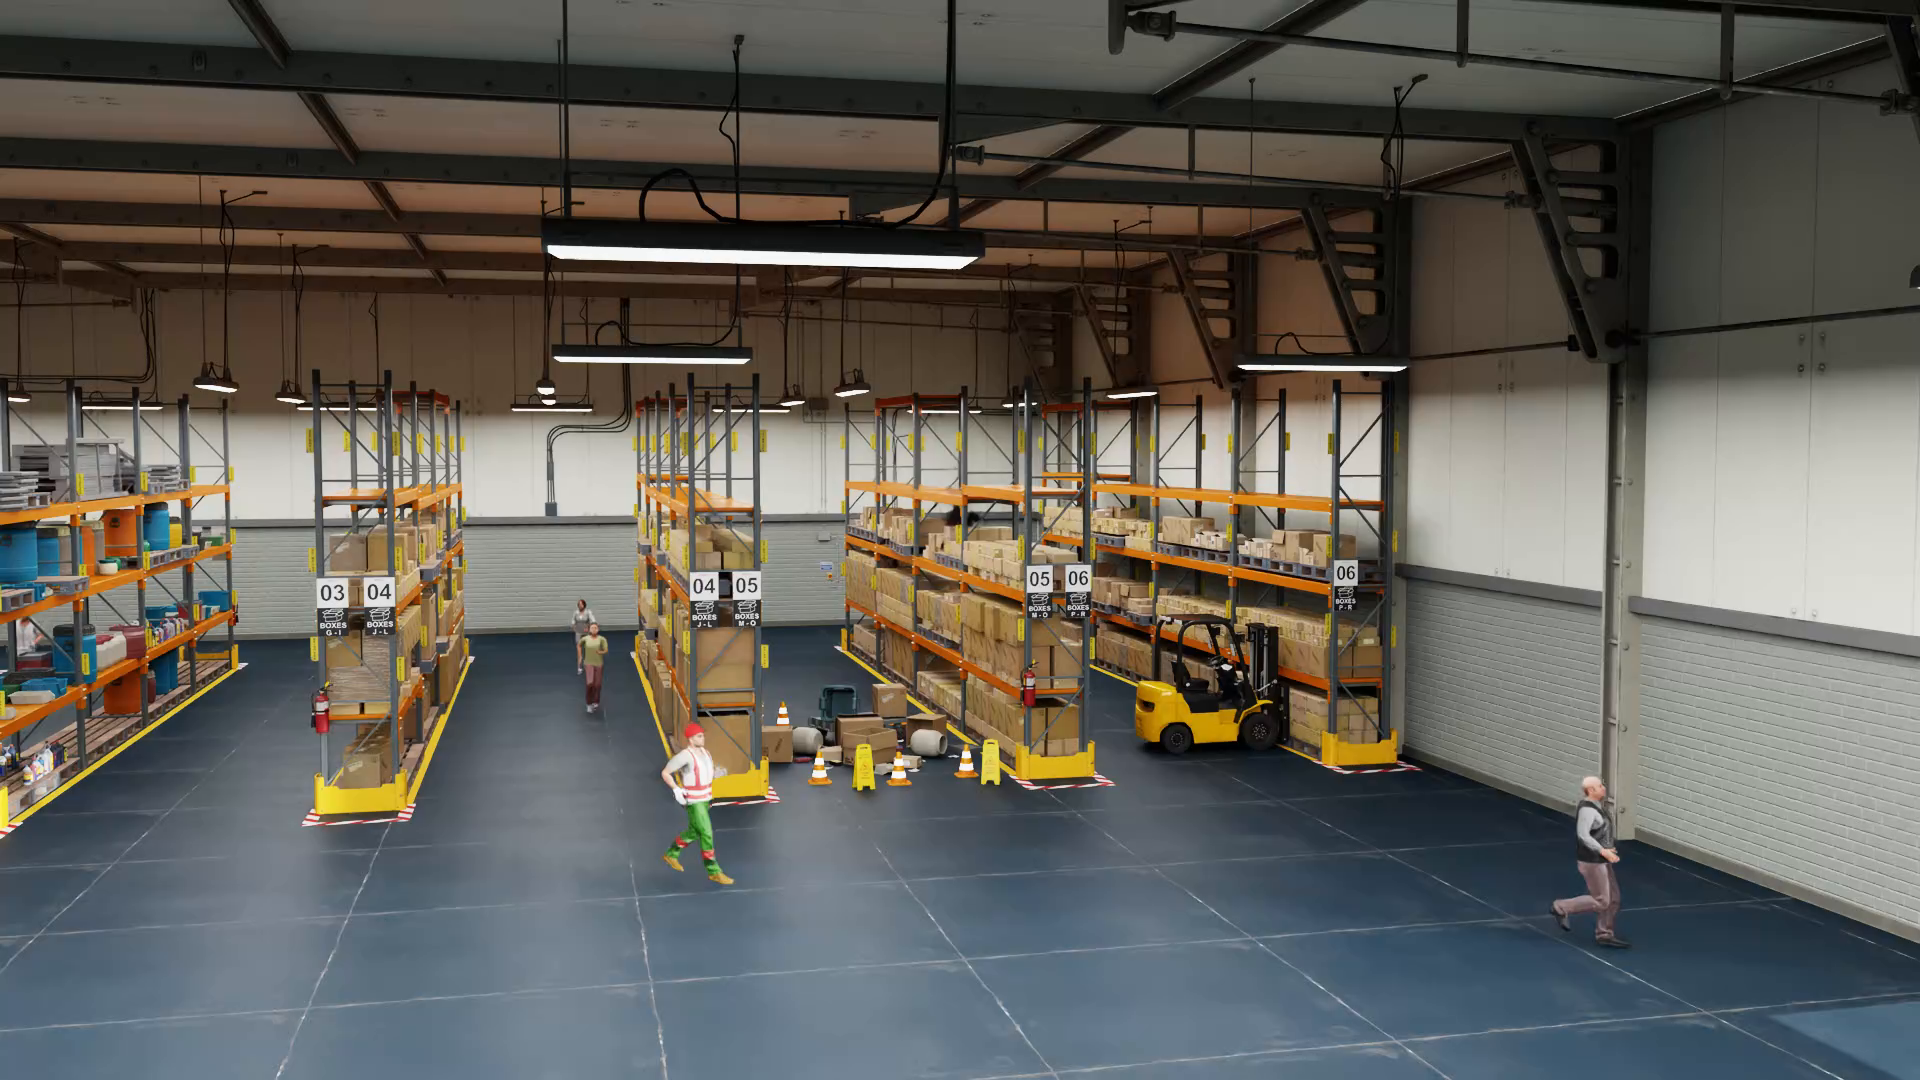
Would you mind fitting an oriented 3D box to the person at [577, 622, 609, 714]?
[{"bbox_3d":[-6.839,2.376,31.051,0.548,1.701,0.699,-1,3,-19],"label":"person"}]

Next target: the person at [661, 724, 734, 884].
[{"bbox_3d":[-3.002,2.980,18.961,0.991,1.781,0.659,1,4,21],"label":"person"}]

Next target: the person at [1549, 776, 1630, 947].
[{"bbox_3d":[6.309,3.196,16.579,0.730,1.688,0.675,2,4,25],"label":"person"}]

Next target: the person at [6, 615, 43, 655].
[{"bbox_3d":[-18.761,2.209,33.332,0.662,1.736,0.627,-1,4,-22],"label":"person"}]

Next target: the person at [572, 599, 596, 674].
[{"bbox_3d":[-8.223,2.084,36.358,0.537,1.604,0.837,0,3,-6],"label":"person"}]
